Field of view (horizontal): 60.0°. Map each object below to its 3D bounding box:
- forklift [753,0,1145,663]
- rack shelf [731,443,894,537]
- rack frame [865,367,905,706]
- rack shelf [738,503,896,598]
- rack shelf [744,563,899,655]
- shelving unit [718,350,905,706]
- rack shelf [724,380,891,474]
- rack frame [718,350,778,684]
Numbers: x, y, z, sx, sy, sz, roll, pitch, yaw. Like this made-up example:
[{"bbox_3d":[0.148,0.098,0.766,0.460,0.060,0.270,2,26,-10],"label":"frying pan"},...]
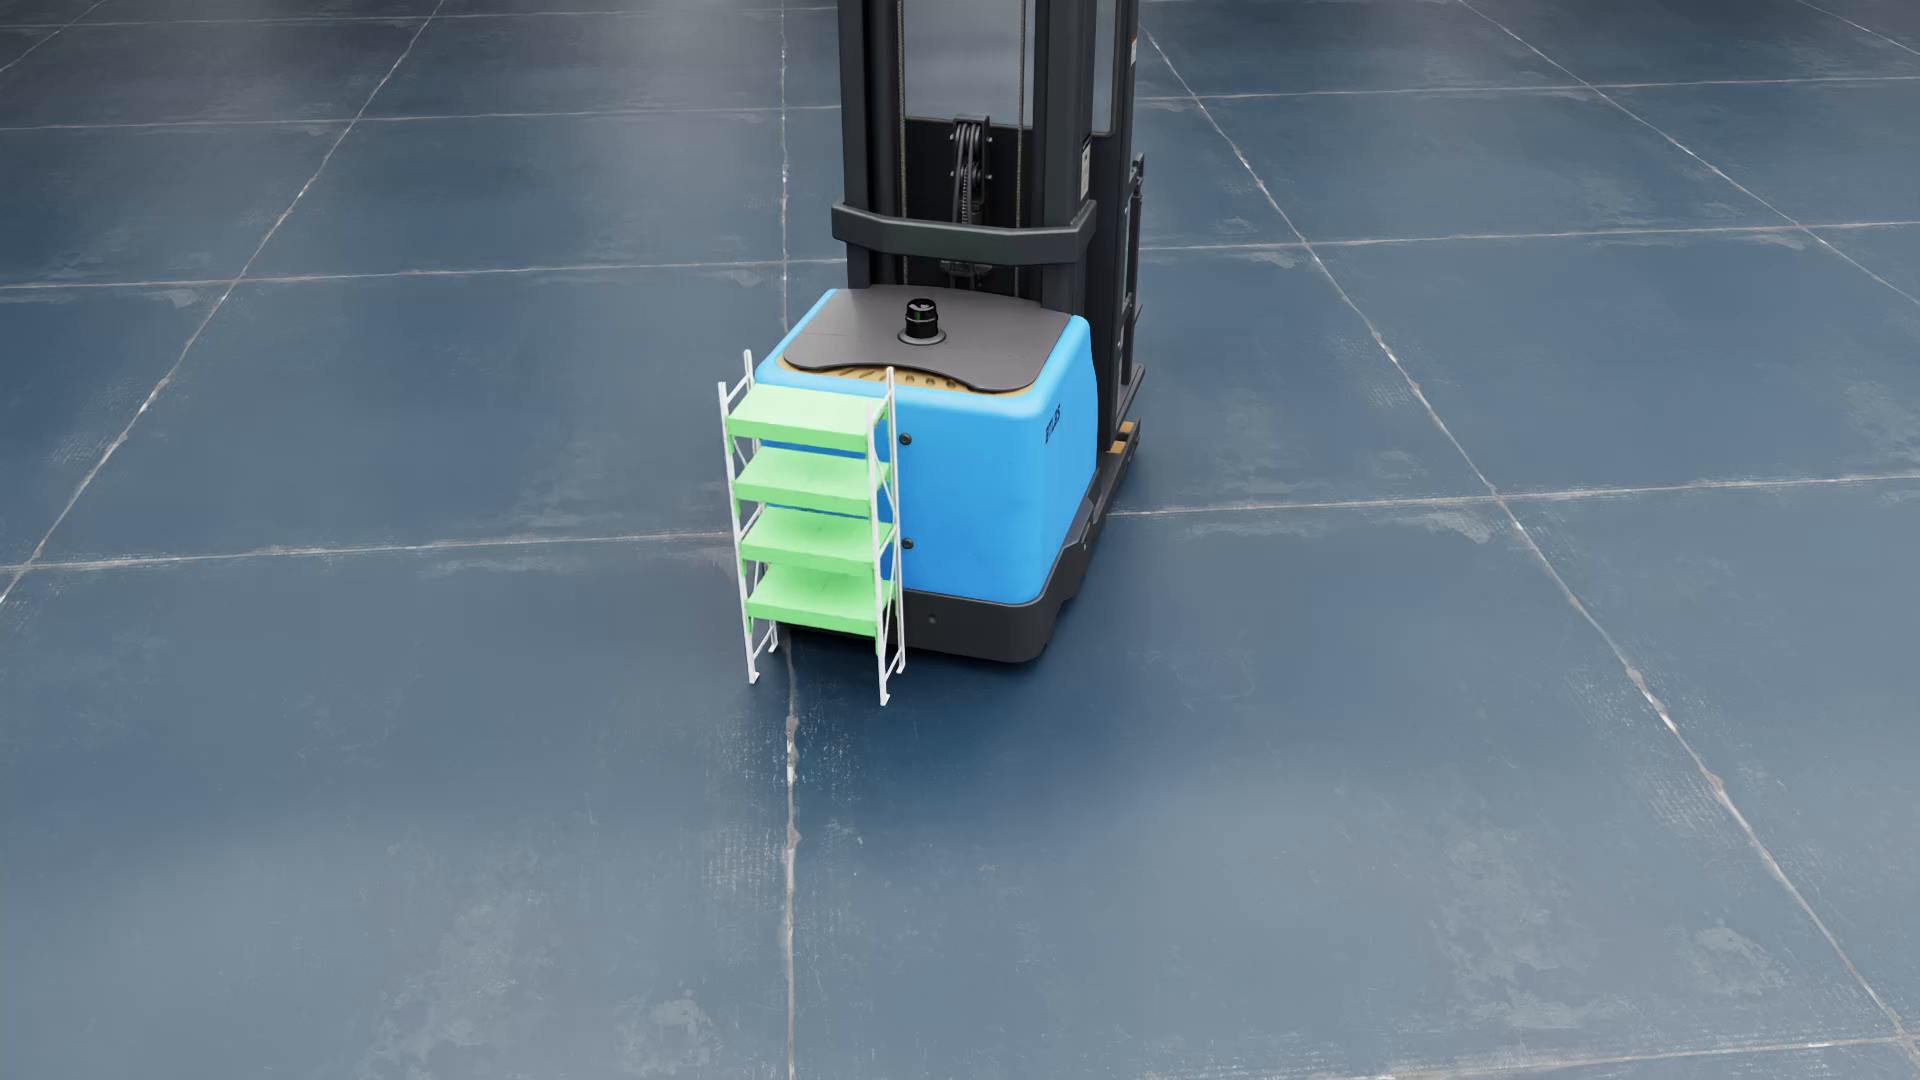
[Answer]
[{"bbox_3d":[0.171,-1.568,6.517,1.130,2.935,3.031,8,32,13],"label":"forklift"},{"bbox_3d":[-0.482,-0.169,5.507,0.480,0.148,0.258,8,35,13],"label":"rack shelf"},{"bbox_3d":[-0.245,0.012,5.548,0.015,1.200,0.240,8,35,13],"label":"rack frame"},{"bbox_3d":[-0.479,0.031,5.640,0.480,0.148,0.258,8,35,13],"label":"rack shelf"},{"bbox_3d":[-0.475,0.231,5.772,0.480,0.148,0.258,8,35,13],"label":"rack shelf"},{"bbox_3d":[-0.479,-0.022,5.604,0.503,1.200,0.258,8,35,13],"label":"shelving unit"},{"bbox_3d":[-0.485,-0.369,5.374,0.480,0.148,0.258,8,35,13],"label":"rack shelf"},{"bbox_3d":[-0.714,-0.056,5.661,0.015,1.200,0.240,8,35,13],"label":"rack frame"}]
